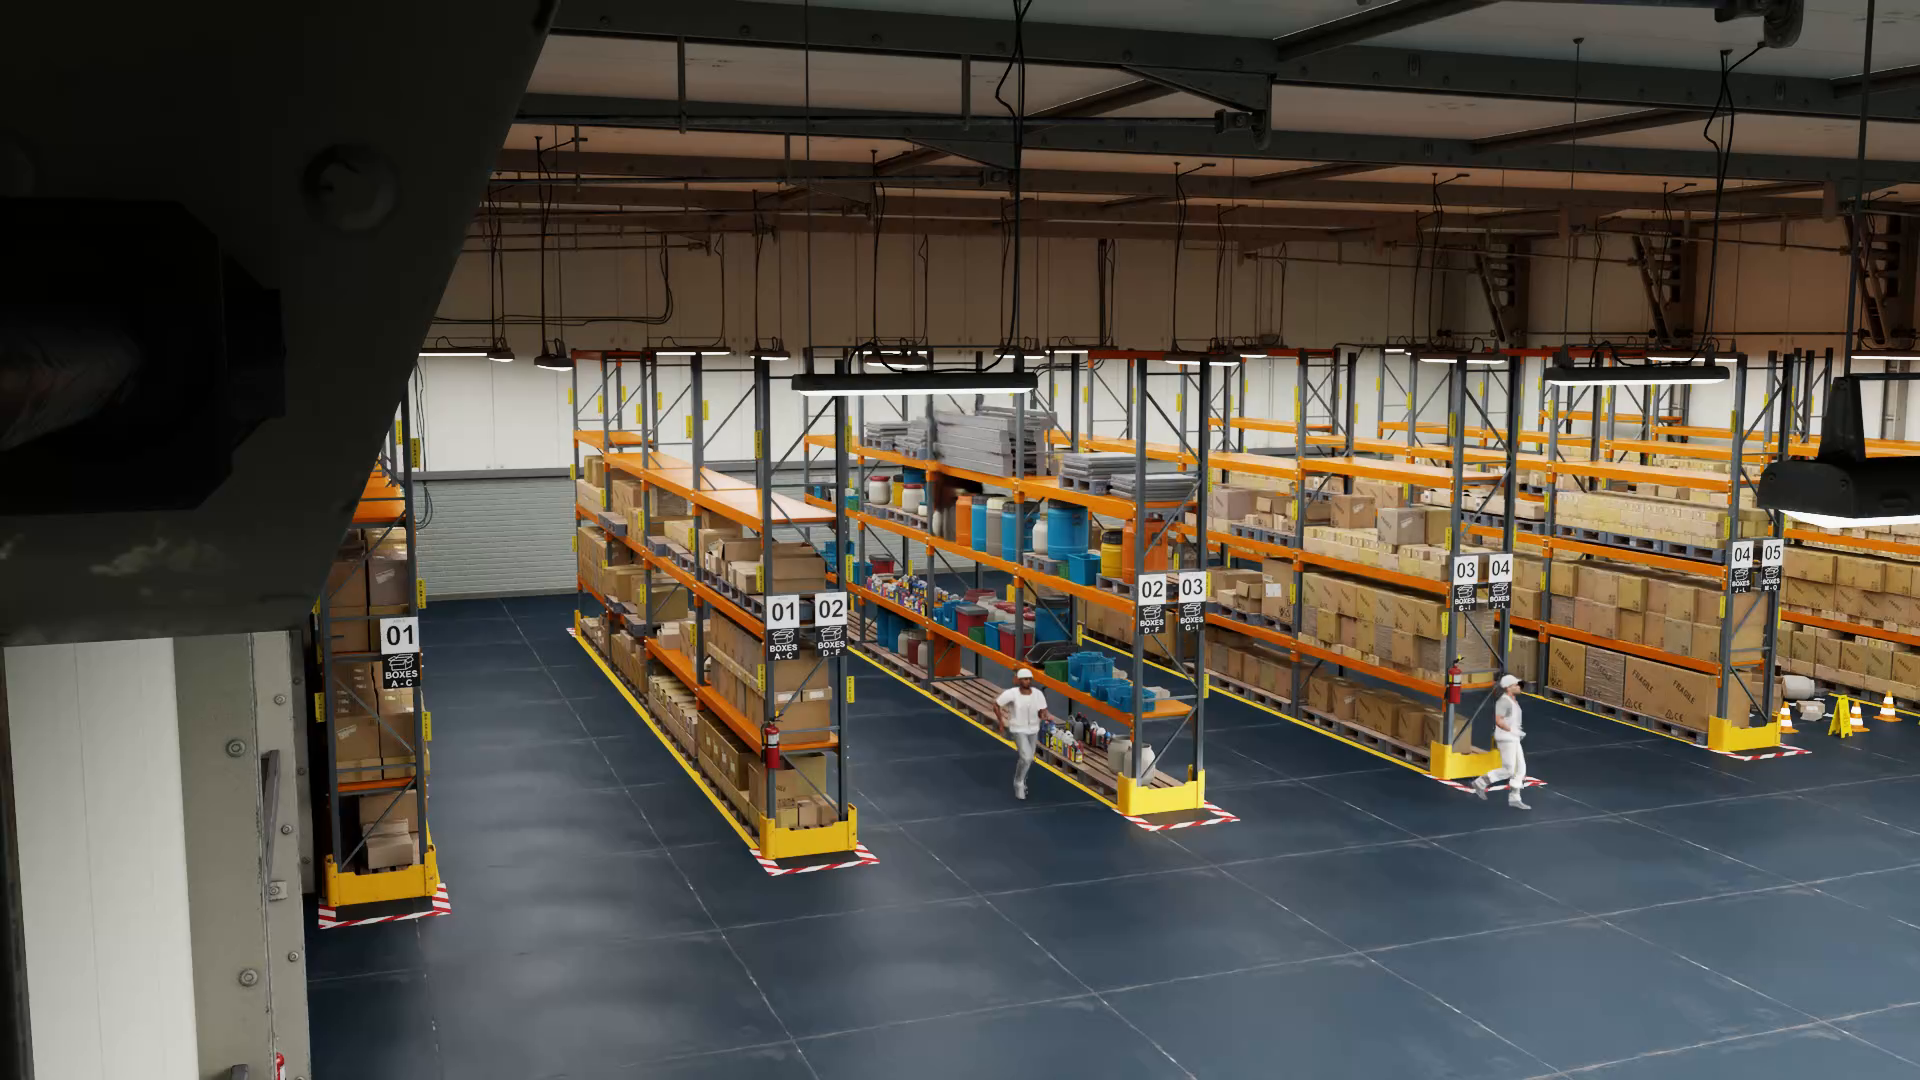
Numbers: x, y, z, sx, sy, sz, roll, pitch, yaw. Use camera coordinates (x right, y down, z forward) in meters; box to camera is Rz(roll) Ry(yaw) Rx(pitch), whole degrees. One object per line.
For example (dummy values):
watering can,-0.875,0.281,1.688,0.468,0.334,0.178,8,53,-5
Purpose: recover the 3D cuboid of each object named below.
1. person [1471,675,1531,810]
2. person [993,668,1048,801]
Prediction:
person,7.330,2.692,22.339,0.779,1.771,0.689,4,8,29
person,0.884,2.645,22.708,0.671,1.801,0.728,-4,8,-27
